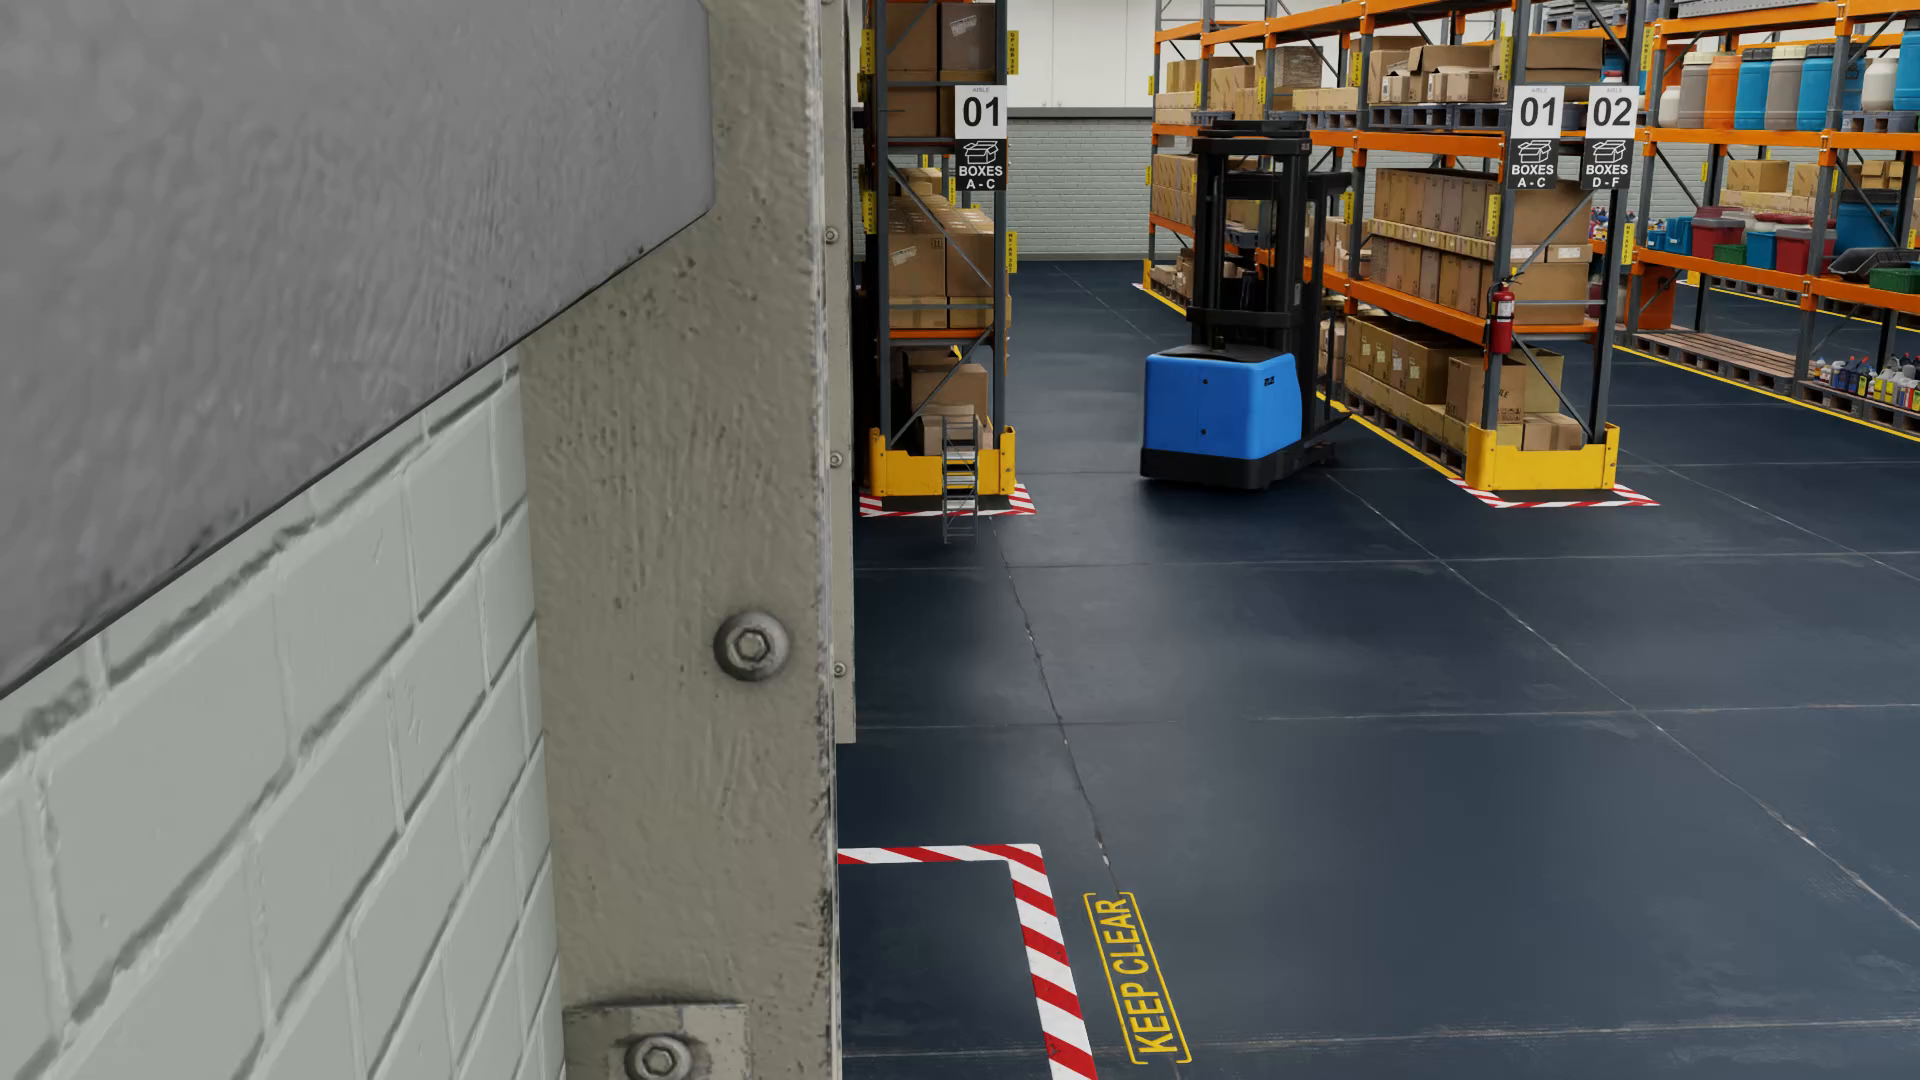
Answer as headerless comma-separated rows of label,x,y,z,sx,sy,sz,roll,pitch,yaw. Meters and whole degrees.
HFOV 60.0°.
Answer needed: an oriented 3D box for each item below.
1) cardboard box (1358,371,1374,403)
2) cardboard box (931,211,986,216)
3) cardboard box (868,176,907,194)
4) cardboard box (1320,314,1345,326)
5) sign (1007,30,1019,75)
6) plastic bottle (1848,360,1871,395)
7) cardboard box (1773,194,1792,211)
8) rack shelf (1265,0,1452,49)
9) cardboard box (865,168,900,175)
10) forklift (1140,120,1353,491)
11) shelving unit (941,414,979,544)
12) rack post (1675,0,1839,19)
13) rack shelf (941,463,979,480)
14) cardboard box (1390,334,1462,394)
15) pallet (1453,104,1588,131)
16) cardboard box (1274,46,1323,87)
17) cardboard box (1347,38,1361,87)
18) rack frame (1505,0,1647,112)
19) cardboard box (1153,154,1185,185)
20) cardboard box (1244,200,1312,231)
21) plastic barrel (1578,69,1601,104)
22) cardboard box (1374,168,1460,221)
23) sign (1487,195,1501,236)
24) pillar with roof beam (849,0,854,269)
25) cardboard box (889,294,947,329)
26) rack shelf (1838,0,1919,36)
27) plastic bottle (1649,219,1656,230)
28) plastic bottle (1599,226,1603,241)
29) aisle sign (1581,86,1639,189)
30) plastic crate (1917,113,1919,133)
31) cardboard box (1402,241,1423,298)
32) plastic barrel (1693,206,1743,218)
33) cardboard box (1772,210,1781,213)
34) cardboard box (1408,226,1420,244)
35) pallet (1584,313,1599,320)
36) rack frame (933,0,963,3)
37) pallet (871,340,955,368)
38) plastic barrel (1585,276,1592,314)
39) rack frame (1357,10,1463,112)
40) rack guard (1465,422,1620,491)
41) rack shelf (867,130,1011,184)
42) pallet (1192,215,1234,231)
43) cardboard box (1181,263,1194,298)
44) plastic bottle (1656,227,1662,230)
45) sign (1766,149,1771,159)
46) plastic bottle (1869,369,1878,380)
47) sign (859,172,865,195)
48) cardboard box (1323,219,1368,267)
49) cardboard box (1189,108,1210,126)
cardboard box,4.305,-1.536,16.650,0.500,0.250,0.500,-1,14,-3
cardboard box,-0.017,-2.894,16.011,0.500,0.500,0.500,-1,14,-4
cardboard box,-0.926,-4.500,21.153,0.500,0.250,0.500,0,14,-2
cardboard box,4.174,-2.401,18.890,0.500,0.311,0.500,-1,14,-4
sign,0.398,-3.720,12.693,0.100,0.325,0.005,-1,14,-3
plastic bottle,9.144,-1.660,16.891,0.144,0.351,0.185,-1,15,-6
cardboard box,13.589,-5.483,27.020,0.500,0.250,0.500,-1,14,-2
rack shelf,4.429,-5.769,18.635,1.077,0.370,4.000,-1,14,-3
cardboard box,-1.118,-5.267,24.136,0.500,0.250,0.500,0,14,-2
forklift,2.686,-2.138,14.452,1.130,2.935,3.031,8,17,30
shelving unit,0.000,-0.438,11.922,0.258,0.900,0.210,-1,14,-3
rack post,9.289,-6.474,18.729,1.013,1.000,3.121,-1,14,-3
rack shelf,0.000,-0.493,11.908,0.258,0.077,0.200,-1,14,-3
cardboard box,4.364,-1.650,15.590,0.500,0.500,0.500,-1,14,-3
pallet,4.783,-3.500,13.766,1.003,0.211,1.213,-1,14,-3
cardboard box,4.284,-5.997,21.088,0.500,0.500,0.500,-1,14,-3
cardboard box,4.495,-5.150,17.957,0.500,0.500,0.500,1,14,2
rack frame,4.800,-4.819,12.696,1.000,3.000,0.127,-1,14,-3
cardboard box,3.573,-6.311,28.327,0.500,0.500,0.500,0,14,-2
cardboard box,4.153,-4.310,21.713,0.700,0.500,0.500,-6,16,-22
plastic barrel,9.260,-6.497,24.017,0.600,0.588,0.600,0,14,0
cardboard box,4.586,-3.475,16.707,0.700,0.500,0.500,-1,14,-3
sign,4.258,-2.584,13.251,0.100,0.325,0.005,-1,14,-3
pillar with roof beam,2.131,-9.445,30.677,9.100,9.000,0.400,-1,14,-3
cardboard box,-0.366,-1.886,13.599,0.500,0.250,0.500,-1,14,-3
rack shelf,9.621,-4.850,15.062,1.077,0.370,4.000,-1,14,-3
plastic bottle,9.514,-4.264,22.836,0.097,0.271,0.097,0,14,0
plastic bottle,8.765,-4.184,22.666,0.097,0.201,0.097,0,14,0
aisle sign,5.110,-3.161,13.074,0.394,0.787,0.004,-1,14,-3
plastic crate,9.323,-3.937,15.715,0.336,0.188,0.450,-1,14,-3
cardboard box,4.653,-2.591,15.874,0.700,0.500,0.500,-1,14,-3
plastic barrel,9.580,-3.934,21.023,0.600,0.536,0.708,-1,14,-3
cardboard box,13.519,-5.319,27.182,0.380,0.149,0.250,-1,14,-4
cardboard box,4.460,-2.881,15.700,0.380,0.149,0.250,-1,14,-5
pallet,9.086,-3.126,23.753,1.003,0.211,1.213,-1,14,-3
rack frame,-0.391,-5.736,16.262,1.000,3.000,0.127,-1,14,-3
pallet,-0.592,-2.281,20.467,1.003,0.211,1.213,-1,14,-3
plastic barrel,9.007,-3.518,23.831,0.421,0.512,0.421,0,14,0
rack frame,4.553,-5.814,16.562,1.000,3.000,0.127,-1,14,-3
rack guard,4.802,-0.697,13.732,1.175,0.500,0.348,-1,14,-3
rack shelf,-0.267,-3.438,14.792,1.077,0.370,4.000,-1,14,-3
pallet,3.998,-4.604,24.288,1.003,0.211,1.213,-1,14,-3
cardboard box,3.739,-4.038,25.833,0.500,0.500,0.500,-1,14,-3
plastic bottle,9.393,-4.104,22.354,0.097,0.201,0.097,0,14,0
sign,14.239,-6.725,29.345,0.100,0.325,0.005,-1,14,-3
plastic bottle,9.191,-1.585,16.761,0.097,0.271,0.097,0,14,0
sign,-1.441,-5.269,24.589,0.100,0.325,0.005,-1,14,-3
cardboard box,4.458,-3.404,19.034,0.500,0.500,0.500,-1,14,-3
cardboard box,3.761,-6.395,25.142,0.500,0.250,0.500,-1,14,-3
